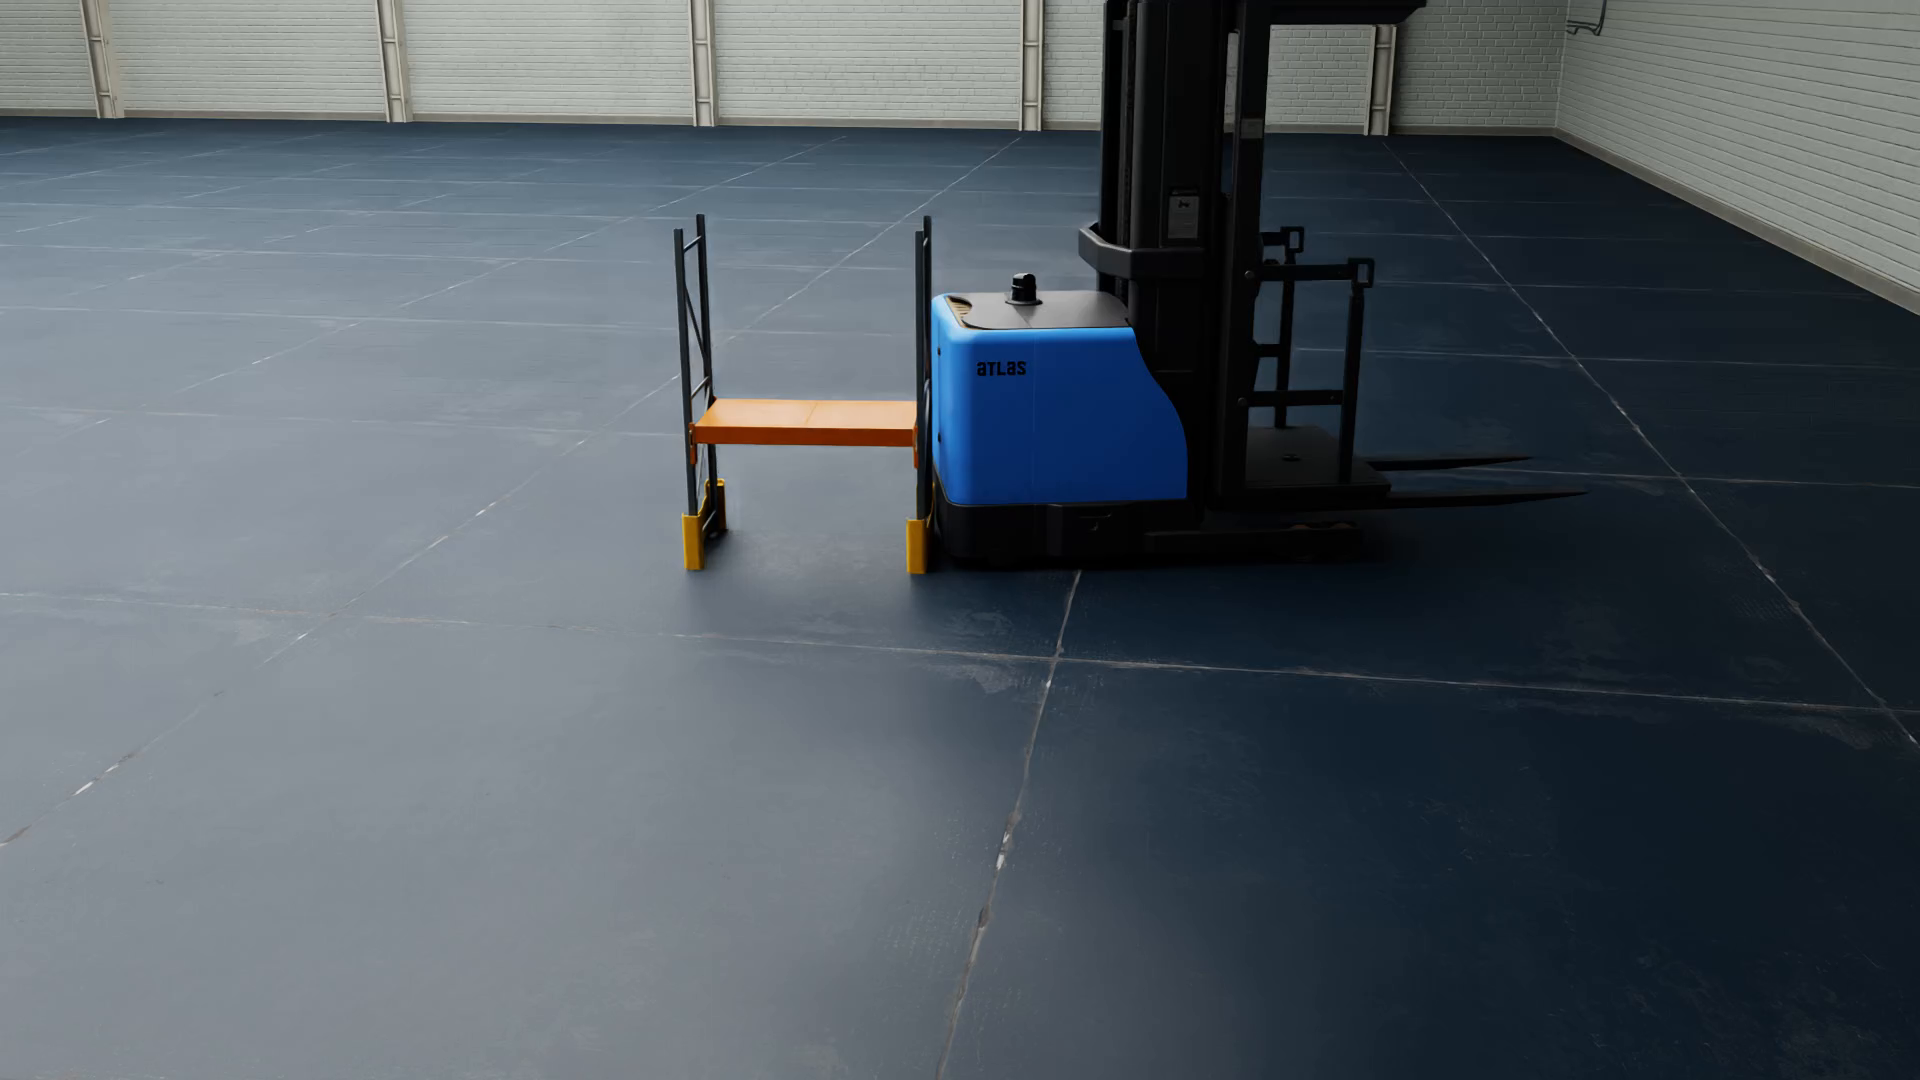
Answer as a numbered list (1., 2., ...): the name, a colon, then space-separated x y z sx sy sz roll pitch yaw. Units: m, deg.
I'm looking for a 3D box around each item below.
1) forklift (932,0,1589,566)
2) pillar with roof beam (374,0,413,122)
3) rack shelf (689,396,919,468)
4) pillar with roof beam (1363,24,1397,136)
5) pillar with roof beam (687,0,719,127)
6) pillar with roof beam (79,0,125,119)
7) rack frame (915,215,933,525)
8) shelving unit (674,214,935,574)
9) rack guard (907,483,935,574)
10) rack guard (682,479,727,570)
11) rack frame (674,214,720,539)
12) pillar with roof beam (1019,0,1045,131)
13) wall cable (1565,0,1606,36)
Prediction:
1. forklift: 1.399 -1.455 7.534 3.031 2.935 1.130 -2 19 -6
2. pillar with roof beam: -11.267 -10.833 25.998 0.400 9.000 9.100 3 19 9
3. rack shelf: -0.665 -0.491 7.475 1.000 0.185 0.538 1 19 3
4. pillar with roof beam: 6.505 -9.927 23.291 0.400 9.000 9.100 3 19 9
5. pillar with roof beam: -5.343 -10.531 25.096 0.400 9.000 9.100 3 19 9
6. pillar with roof beam: -17.191 -11.135 26.901 0.400 9.000 9.100 3 19 9
7. rack frame: -0.157 -0.653 7.390 0.032 1.500 0.500 1 19 3
8. shelving unit: -0.674 -0.662 7.418 1.083 1.500 0.587 1 19 3
9. rack guard: -0.177 -0.060 7.590 0.087 0.250 0.587 1 19 3
10. rack guard: -1.171 -0.078 7.643 0.087 0.250 0.587 1 19 3
11. rack frame: -1.172 -0.671 7.445 0.032 1.500 0.500 1 19 3
12. pillar with roof beam: 0.581 -10.229 24.193 0.400 9.000 9.100 3 19 9
13. wall cable: 9.887 -9.241 26.133 0.112 2.526 3.097 3 19 9
